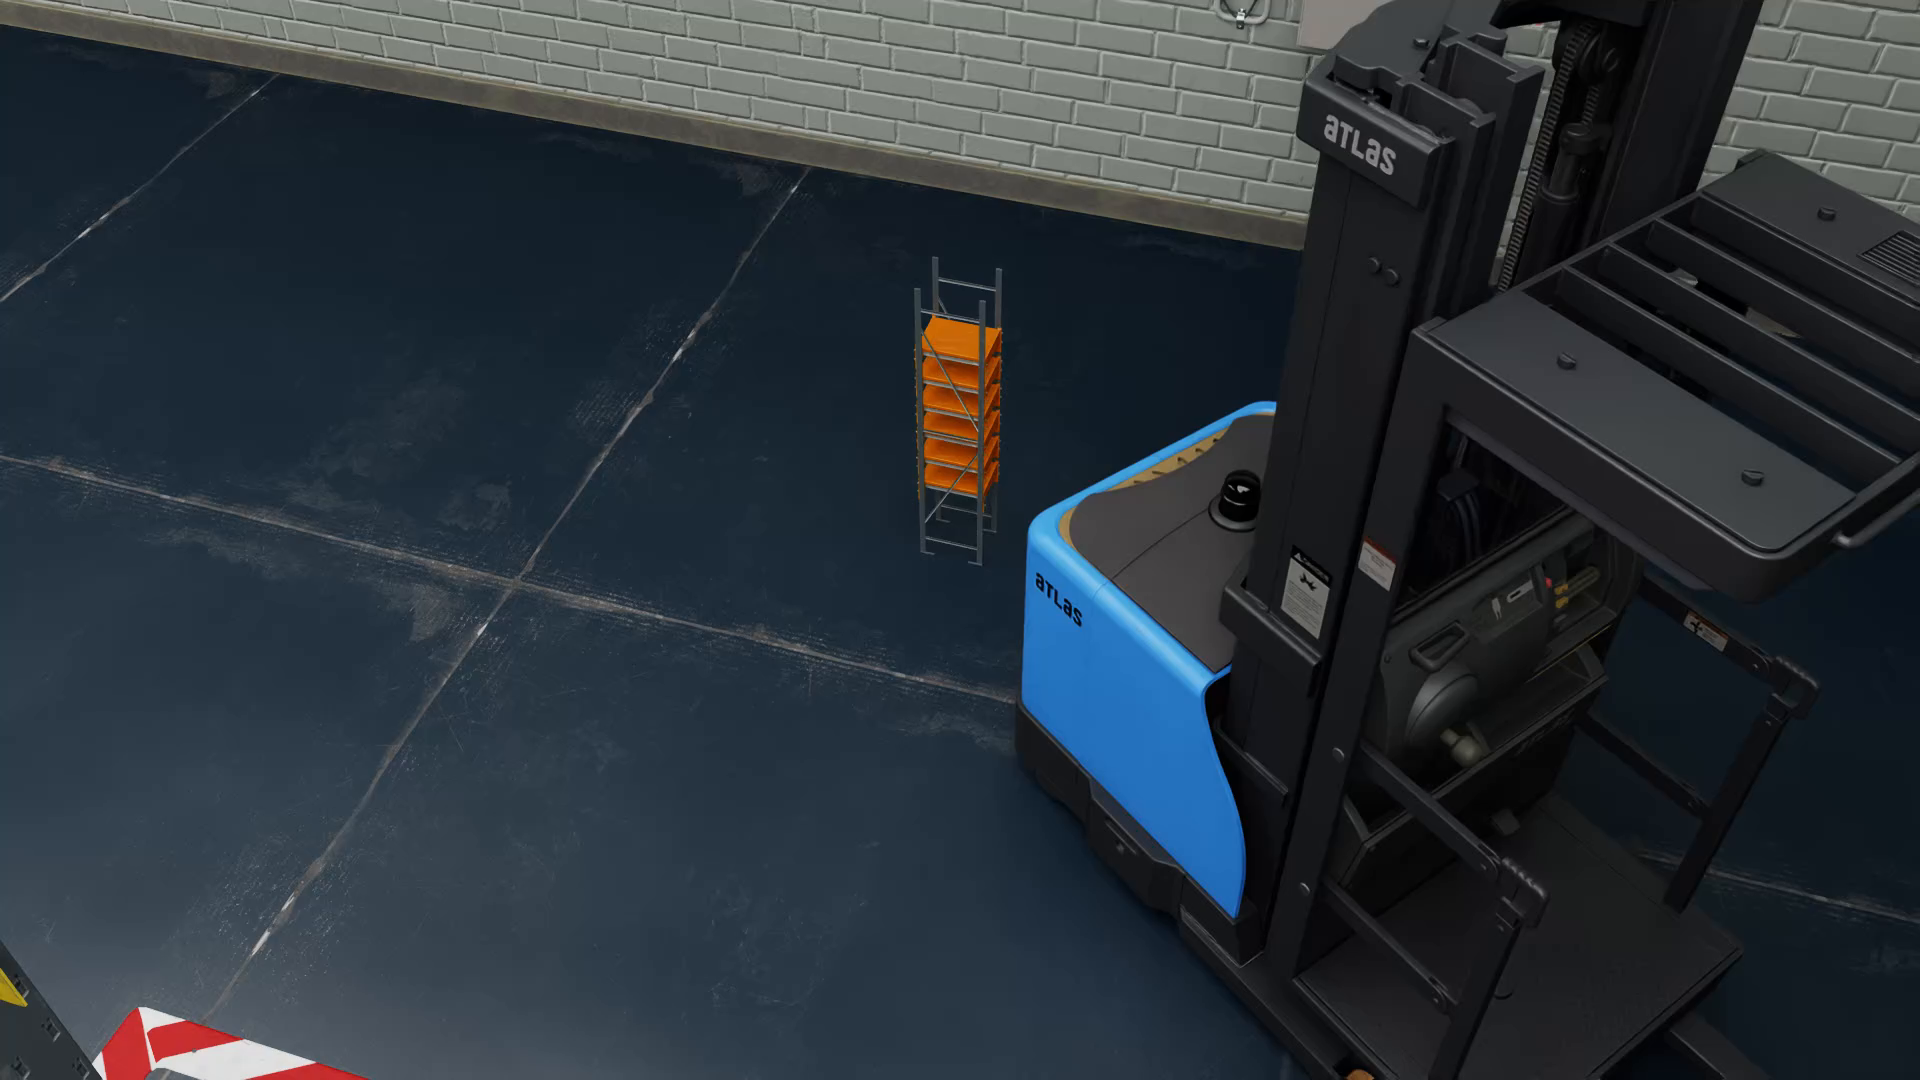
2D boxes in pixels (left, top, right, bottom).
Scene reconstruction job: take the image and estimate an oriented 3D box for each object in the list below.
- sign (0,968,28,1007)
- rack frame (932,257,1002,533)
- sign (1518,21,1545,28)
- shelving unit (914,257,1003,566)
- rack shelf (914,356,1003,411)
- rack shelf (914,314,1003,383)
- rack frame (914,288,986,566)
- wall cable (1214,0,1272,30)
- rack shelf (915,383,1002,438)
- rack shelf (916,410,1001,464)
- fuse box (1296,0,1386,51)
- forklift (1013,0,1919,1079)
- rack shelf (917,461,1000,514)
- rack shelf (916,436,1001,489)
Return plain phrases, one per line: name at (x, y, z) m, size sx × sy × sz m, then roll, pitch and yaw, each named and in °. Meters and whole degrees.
sign at (-1.504, 0.602, 2.493) m, size 0.100 × 0.325 × 0.005 m, roll 13°, pitch 46°, yaw 13°
rack frame at (0.023, -0.480, 5.883) m, size 0.240 × 1.200 × 0.006 m, roll 13°, pitch 46°, yaw 12°
sign at (2.160, -2.245, 6.467) m, size 0.329 × 0.494 × 0.001 m, roll 13°, pitch 46°, yaw 13°
shelving unit at (-0.004, -0.419, 5.821) m, size 0.258 × 1.200 × 0.189 m, roll 13°, pitch 46°, yaw 12°
rack shelf at (-0.004, -0.559, 5.684) m, size 0.258 × 0.103 × 0.180 m, roll 13°, pitch 46°, yaw 12°
rack shelf at (-0.004, -0.645, 5.600) m, size 0.258 × 0.103 × 0.180 m, roll 13°, pitch 46°, yaw 12°
rack frame at (-0.032, -0.358, 5.758) m, size 0.240 × 1.200 × 0.006 m, roll 13°, pitch 46°, yaw 12°
wall cable at (1.024, -2.858, 6.299) m, size 0.588 × 1.984 × 0.122 m, roll 13°, pitch 46°, yaw 13°
rack shelf at (-0.004, -0.473, 5.768) m, size 0.258 × 0.103 × 0.180 m, roll 13°, pitch 46°, yaw 12°
rack shelf at (-0.004, -0.387, 5.852) m, size 0.258 × 0.103 × 0.180 m, roll 13°, pitch 46°, yaw 12°
fuse box at (1.627, -1.785, 6.850) m, size 0.539 × 1.711 × 0.414 m, roll 13°, pitch 46°, yaw 13°
forklift at (1.451, 0.287, 3.861) m, size 1.130 × 2.935 × 3.031 m, roll -27°, pitch 51°, yaw -25°
rack shelf at (-0.004, -0.216, 6.019) m, size 0.258 × 0.103 × 0.180 m, roll 13°, pitch 46°, yaw 12°
rack shelf at (-0.004, -0.302, 5.936) m, size 0.258 × 0.103 × 0.180 m, roll 13°, pitch 46°, yaw 12°
